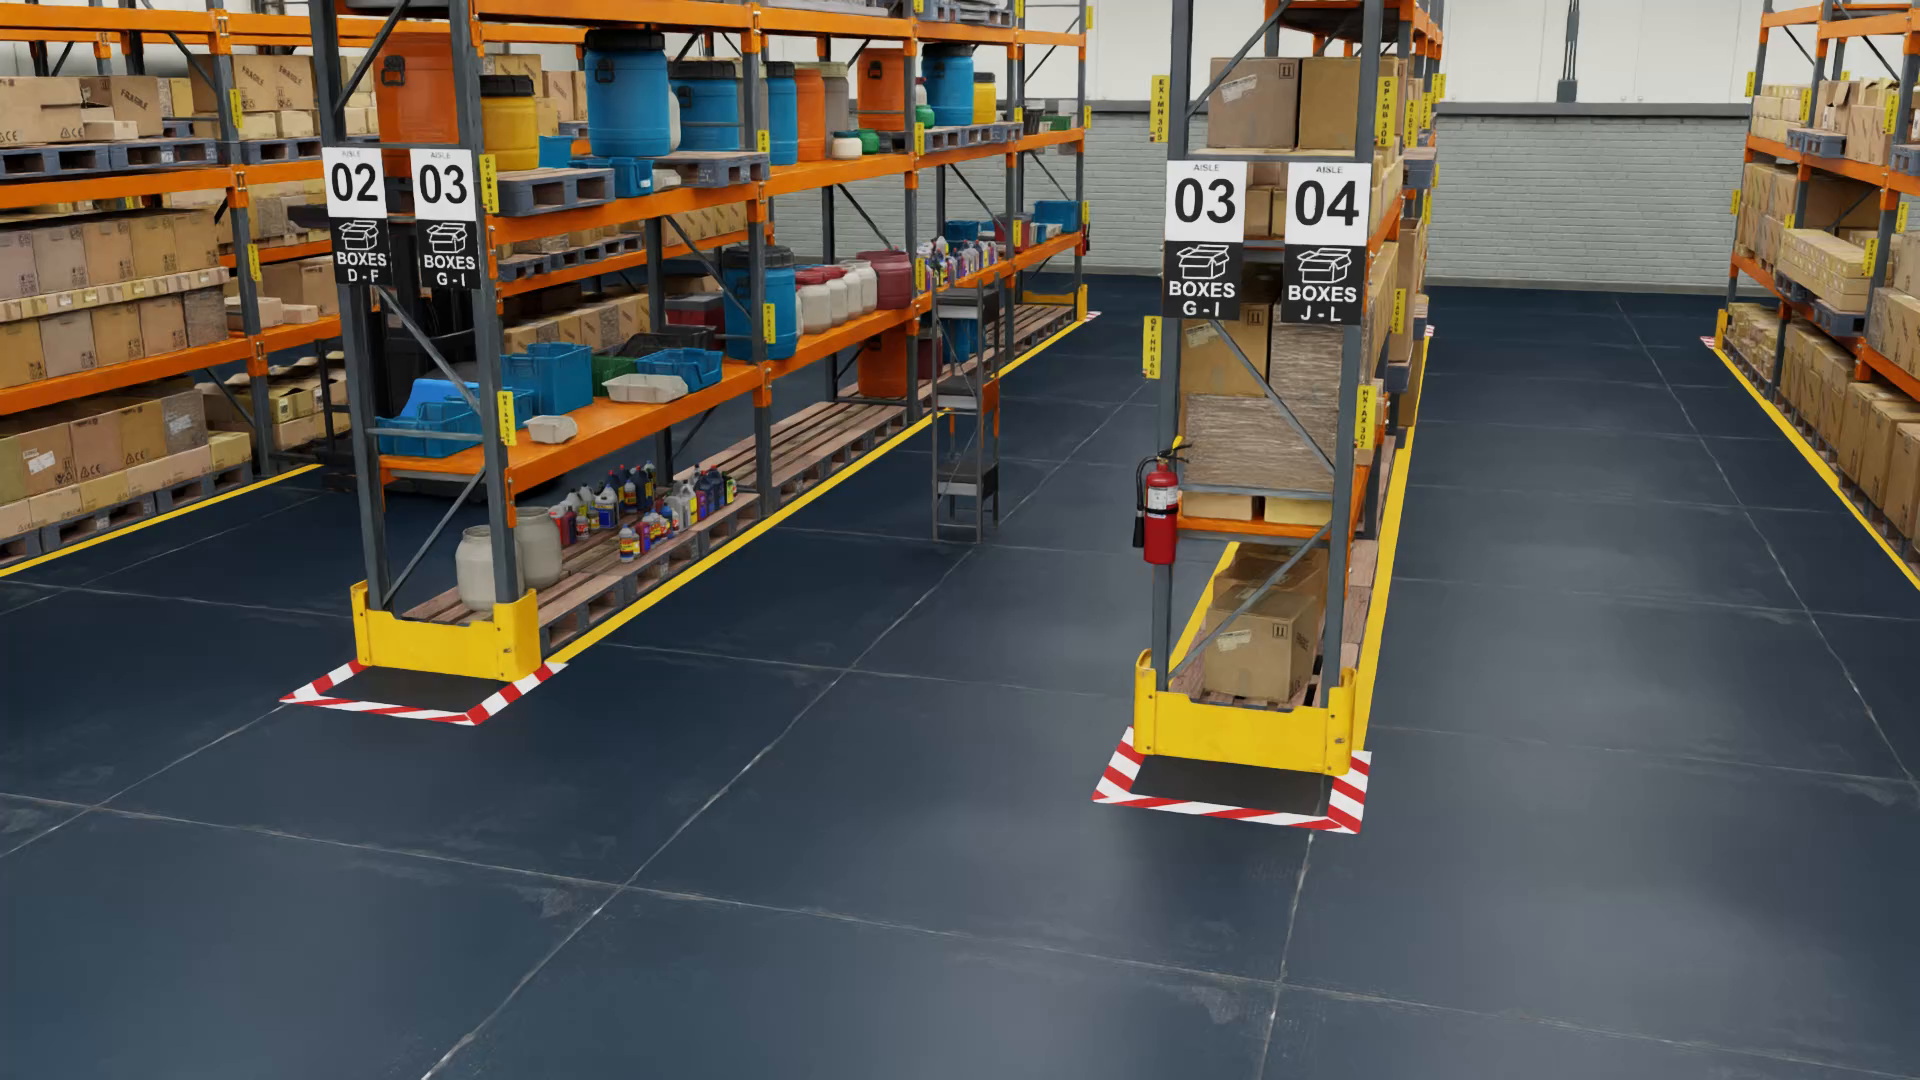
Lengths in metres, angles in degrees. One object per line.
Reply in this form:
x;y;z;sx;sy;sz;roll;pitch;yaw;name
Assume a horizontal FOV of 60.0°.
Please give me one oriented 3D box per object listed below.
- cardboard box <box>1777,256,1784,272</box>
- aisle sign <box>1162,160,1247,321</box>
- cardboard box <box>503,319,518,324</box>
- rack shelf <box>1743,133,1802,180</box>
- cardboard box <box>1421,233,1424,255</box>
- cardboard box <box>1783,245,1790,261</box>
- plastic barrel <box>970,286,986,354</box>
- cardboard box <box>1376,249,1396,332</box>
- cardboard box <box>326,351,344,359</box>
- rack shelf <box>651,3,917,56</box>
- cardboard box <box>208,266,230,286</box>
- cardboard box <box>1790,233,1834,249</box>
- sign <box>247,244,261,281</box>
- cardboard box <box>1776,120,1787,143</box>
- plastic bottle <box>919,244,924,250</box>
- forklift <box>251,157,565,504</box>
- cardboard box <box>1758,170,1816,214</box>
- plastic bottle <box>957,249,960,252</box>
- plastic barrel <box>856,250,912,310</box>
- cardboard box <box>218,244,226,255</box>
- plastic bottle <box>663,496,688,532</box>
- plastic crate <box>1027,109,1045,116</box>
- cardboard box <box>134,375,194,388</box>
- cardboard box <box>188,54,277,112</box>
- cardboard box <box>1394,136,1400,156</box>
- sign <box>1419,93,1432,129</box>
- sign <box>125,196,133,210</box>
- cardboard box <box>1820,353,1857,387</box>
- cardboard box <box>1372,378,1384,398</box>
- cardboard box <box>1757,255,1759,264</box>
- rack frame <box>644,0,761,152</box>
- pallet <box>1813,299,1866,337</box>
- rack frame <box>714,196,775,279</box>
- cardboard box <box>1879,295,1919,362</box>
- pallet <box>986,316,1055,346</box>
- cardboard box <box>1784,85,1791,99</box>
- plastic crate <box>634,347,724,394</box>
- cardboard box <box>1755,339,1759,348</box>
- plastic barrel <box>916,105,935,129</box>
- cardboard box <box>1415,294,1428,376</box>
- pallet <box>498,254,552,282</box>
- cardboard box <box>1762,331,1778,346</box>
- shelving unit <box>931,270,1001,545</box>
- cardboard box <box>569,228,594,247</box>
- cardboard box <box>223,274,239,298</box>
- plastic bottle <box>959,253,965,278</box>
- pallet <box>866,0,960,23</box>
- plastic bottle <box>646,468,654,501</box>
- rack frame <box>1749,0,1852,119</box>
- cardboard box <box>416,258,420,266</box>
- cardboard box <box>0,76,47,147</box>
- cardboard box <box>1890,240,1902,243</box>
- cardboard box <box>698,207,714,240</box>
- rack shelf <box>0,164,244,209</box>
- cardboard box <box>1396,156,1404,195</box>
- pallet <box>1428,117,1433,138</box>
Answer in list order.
9.117;-2.990;18.066;0.380;0.149;0.250;4;16;13;cardboard box
1.228;-1.506;8.377;0.394;0.787;0.004;5;16;16;aisle sign
-5.650;-2.382;20.006;0.500;0.500;0.500;5;17;18;cardboard box
10.238;-4.597;19.860;1.077;0.370;4.000;5;16;16;rack shelf
5.474;-3.691;20.575;0.500;0.250;0.500;5;16;16;cardboard box
9.045;-3.066;17.786;0.380;0.149;0.250;4;16;15;cardboard box
0.024;-2.823;20.862;0.600;0.901;0.708;5;16;16;plastic barrel
2.665;-1.697;11.254;0.500;0.500;0.500;5;16;16;cardboard box
-6.409;-1.874;17.680;0.500;0.311;0.500;4;16;14;cardboard box
-1.511;-4.550;14.930;1.077;0.370;4.000;5;16;16;rack shelf
-6.699;-2.336;14.697;0.380;0.149;0.250;5;16;16;cardboard box
8.968;-3.136;17.490;0.380;0.149;0.250;5;17;16;cardboard box
-6.294;-2.476;14.829;0.100;0.325;0.005;5;16;16;sign
9.847;-4.759;19.390;0.500;0.250;0.500;4;16;15;cardboard box
-0.465;-3.494;20.388;0.097;0.271;0.097;0;16;0;plastic bottle
-5.168;-1.958;14.861;3.031;2.935;1.130;6;17;20;forklift
9.977;-4.198;20.072;0.500;0.500;0.500;4;16;14;cardboard box
-0.018;-3.324;19.786;0.097;0.271;0.097;0;16;0;plastic bottle
-0.784;-2.646;16.911;0.600;0.536;0.708;5;16;16;plastic barrel
-9.786;-3.789;21.615;0.380;0.149;0.250;5;17;17;cardboard box
-2.182;-0.212;12.766;0.152;0.276;0.135;5;17;17;plastic bottle
0.955;-6.119;24.149;0.497;0.269;0.590;5;16;16;plastic crate
-7.259;-1.207;14.982;0.500;0.500;0.500;5;16;16;cardboard box
-6.614;-4.156;15.118;0.500;0.500;0.500;5;17;17;cardboard box
2.855;-2.750;11.575;0.380;0.149;0.250;5;17;18;cardboard box
4.326;-3.990;15.456;0.100;0.325;0.005;5;16;16;sign
-9.918;-3.973;19.862;0.100;0.325;0.005;5;16;16;sign
8.609;-1.623;15.990;0.500;0.250;0.500;5;17;17;cardboard box
2.891;-1.095;12.152;0.380;0.149;0.250;5;16;16;cardboard box
10.006;-3.431;20.388;0.380;0.149;0.250;5;17;18;cardboard box
-2.079;-4.565;12.932;1.000;3.000;0.127;5;16;16;rack frame
8.634;-2.033;15.350;1.213;0.211;1.003;5;16;16;pallet
-3.417;-5.203;26.177;1.000;3.000;0.127;5;16;16;rack frame
8.005;-1.748;13.813;0.500;0.500;0.500;4;16;15;cardboard box
0.711;-2.946;23.328;1.003;0.211;1.213;5;16;16;pallet
9.840;-5.223;19.378;0.380;0.149;0.250;5;16;15;cardboard box
-2.133;-1.297;12.676;0.499;0.251;0.616;5;16;16;plastic crate
9.893;-2.395;20.187;0.380;0.149;0.250;4;16;13;cardboard box
-0.421;-4.555;17.910;0.294;0.245;0.294;0;16;0;plastic barrel
4.781;-2.399;19.413;1.225;0.875;0.875;5;16;16;cardboard box
-5.565;-3.201;19.469;1.213;0.211;1.003;5;16;16;pallet
9.620;-2.342;19.455;0.380;0.149;0.250;4;16;15;cardboard box
0.047;-1.053;13.196;0.431;2.100;0.503;5;16;16;shelving unit
-4.996;-3.940;20.770;0.700;0.500;0.500;1;16;2;cardboard box
-9.851;-3.072;21.834;0.750;0.750;0.750;5;16;16;cardboard box
0.019;-3.200;19.328;0.061;0.283;0.133;5;16;16;plastic bottle
-0.708;-5.514;17.359;1.213;0.211;1.003;5;16;16;pallet
-2.553;-0.439;13.553;0.061;0.283;0.133;5;16;16;plastic bottle
10.807;-6.909;21.198;1.000;3.000;0.127;5;16;16;rack frame
-5.835;-2.976;18.487;0.500;0.311;0.500;6;17;19;cardboard box
-7.230;-3.191;12.377;0.500;0.500;0.500;5;16;16;cardboard box
9.445;-2.953;16.845;0.380;0.149;0.250;4;16;14;cardboard box
-3.861;-4.582;23.804;0.500;0.500;0.500;5;16;16;cardboard box
-7.395;-2.638;12.953;1.077;0.370;4.000;5;16;16;rack shelf
2.791;-2.526;11.516;0.500;0.250;0.500;5;17;18;cardboard box
5.186;-5.001;20.130;1.003;0.211;1.213;5;16;16;pallet
